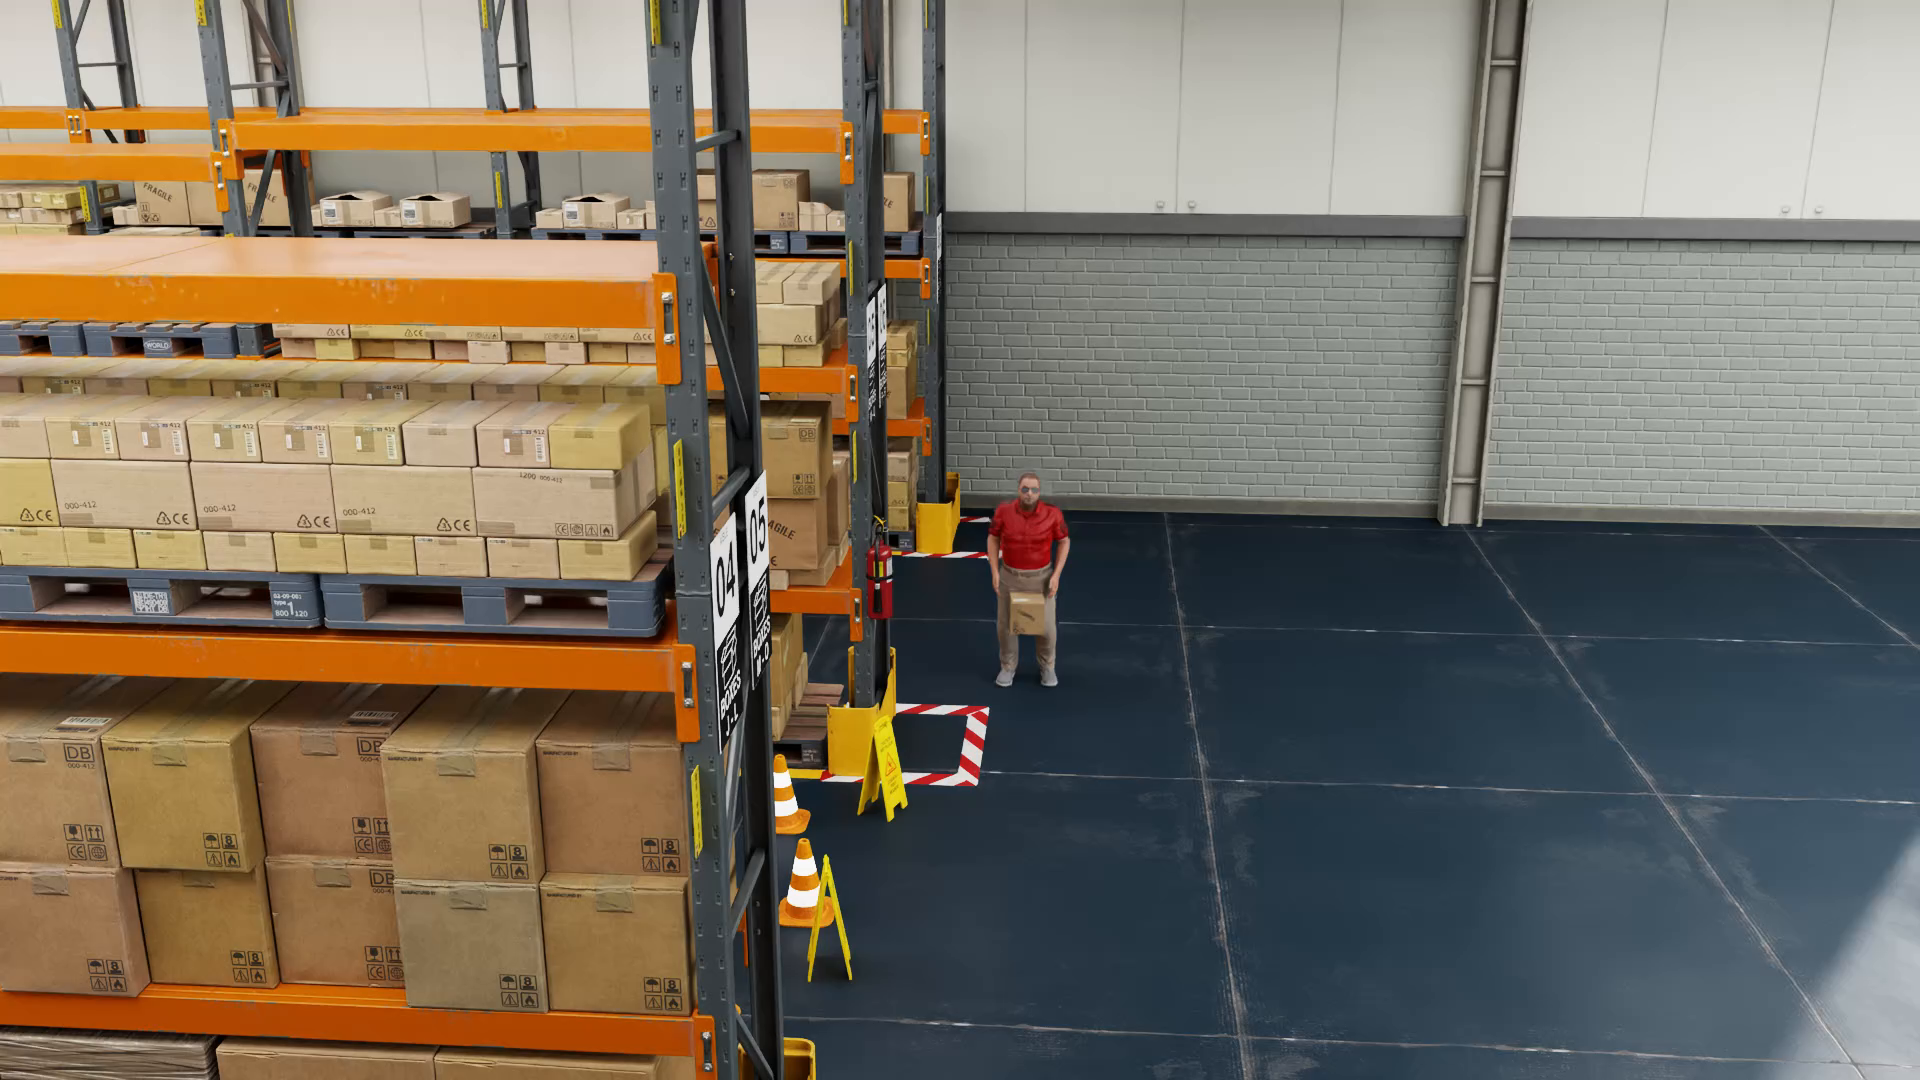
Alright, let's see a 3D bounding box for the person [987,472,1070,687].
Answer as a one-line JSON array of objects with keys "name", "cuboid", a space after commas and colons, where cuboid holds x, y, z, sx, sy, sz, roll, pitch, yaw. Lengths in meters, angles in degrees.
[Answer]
[{"name": "person", "cuboid": [0.517, 0.302, 12.656, 0.629, 1.703, 0.458, 2, 17, 6]}]
